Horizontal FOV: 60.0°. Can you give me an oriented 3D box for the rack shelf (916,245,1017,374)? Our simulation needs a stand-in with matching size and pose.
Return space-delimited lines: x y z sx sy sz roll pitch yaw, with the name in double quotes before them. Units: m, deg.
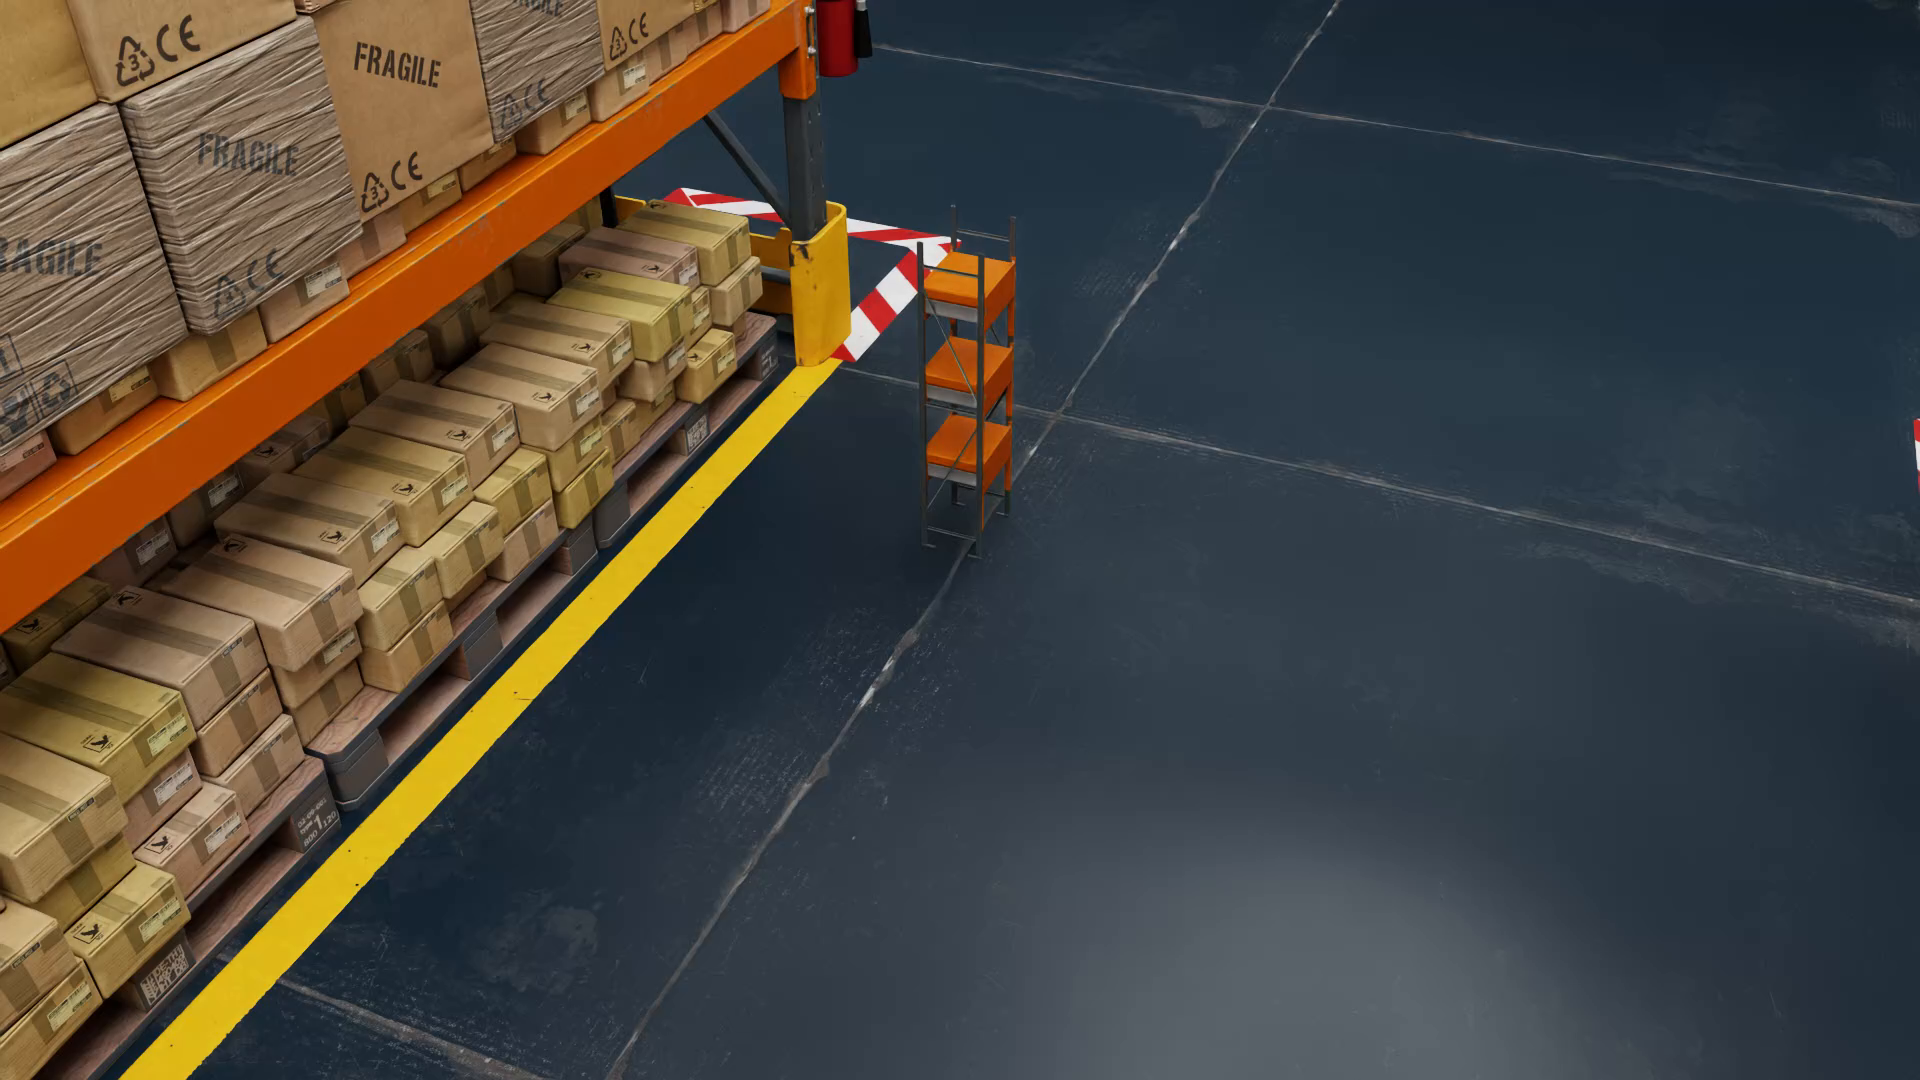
"rack shelf" 0.020 -0.669 4.812 0.215 0.259 0.240 14 39 18

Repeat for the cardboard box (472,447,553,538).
"cardboard box" -1.401 -0.167 4.750 0.380 0.149 0.250 16 40 20

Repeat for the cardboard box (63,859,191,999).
"cardboard box" -1.953 0.818 3.681 0.380 0.149 0.250 15 39 19

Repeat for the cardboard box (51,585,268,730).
"cardboard box" -1.879 0.272 3.914 0.380 0.149 0.250 13 39 17

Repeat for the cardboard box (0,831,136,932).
"cardboard box" -2.043 0.686 3.608 0.380 0.149 0.250 14 39 18

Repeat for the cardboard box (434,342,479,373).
"cardboard box" -1.771 -0.597 5.325 0.380 0.149 0.250 15 39 19

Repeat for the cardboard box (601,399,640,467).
"cardboard box" -1.242 -0.350 5.244 0.380 0.149 0.250 14 39 18

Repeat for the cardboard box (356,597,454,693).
"cardboard box" -1.599 0.238 4.457 0.380 0.149 0.250 13 39 17

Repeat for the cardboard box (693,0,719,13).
"cardboard box" -0.901 -1.946 5.017 0.500 0.500 0.500 15 39 19

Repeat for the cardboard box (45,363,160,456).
"cardboard box" -1.889 -0.330 3.396 0.380 0.149 0.250 12 38 16

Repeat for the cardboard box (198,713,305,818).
"cardboard box" -1.857 0.517 4.084 0.380 0.149 0.250 13 39 17

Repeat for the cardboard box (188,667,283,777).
"cardboard box" -1.878 0.394 3.999 0.380 0.149 0.250 12 38 15

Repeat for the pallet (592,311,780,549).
"pallet" -1.339 -0.494 5.734 1.003 0.211 1.213 14 39 18

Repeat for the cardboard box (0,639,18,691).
"cardboard box" -2.447 0.309 3.864 0.380 0.149 0.250 13 39 17

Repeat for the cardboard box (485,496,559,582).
"cardboard box" -1.404 -0.048 4.839 0.380 0.149 0.250 15 39 19

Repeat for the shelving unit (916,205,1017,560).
"shelving unit" 0.020 -0.450 4.975 0.215 1.050 0.252 14 39 18

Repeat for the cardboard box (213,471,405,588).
"cardboard box" -1.680 -0.020 4.305 0.380 0.149 0.250 12 38 16

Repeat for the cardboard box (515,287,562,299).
"cardboard box" -1.562 -0.870 5.690 0.380 0.149 0.250 14 39 18

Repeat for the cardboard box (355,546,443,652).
"cardboard box" -1.597 0.122 4.363 0.380 0.149 0.250 14 39 17

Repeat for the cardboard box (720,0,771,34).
"cardboard box" -0.831 -1.749 5.294 0.380 0.149 0.250 14 39 18

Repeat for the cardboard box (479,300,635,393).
"cardboard box" -1.222 -0.581 5.056 0.380 0.149 0.250 12 39 16

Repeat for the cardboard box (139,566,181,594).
"cardboard box" -2.222 0.161 4.312 0.380 0.149 0.250 15 39 19

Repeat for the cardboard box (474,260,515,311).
"cardboard box" -1.690 -0.856 5.424 0.380 0.149 0.250 14 39 18

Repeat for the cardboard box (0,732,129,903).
"cardboard box" -2.008 0.573 3.512 0.380 0.149 0.250 16 40 20

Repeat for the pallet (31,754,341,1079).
"pallet" -2.268 0.857 3.927 1.003 0.211 1.213 14 39 18

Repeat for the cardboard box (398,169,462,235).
"cardboard box" -1.488 -0.905 4.166 0.380 0.149 0.250 15 39 19

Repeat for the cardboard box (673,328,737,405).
"cardboard box" -0.980 -0.617 5.600 0.380 0.149 0.250 15 39 19

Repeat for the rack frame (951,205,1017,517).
"rack frame" 0.067 -0.518 5.066 0.200 1.050 0.008 14 39 18

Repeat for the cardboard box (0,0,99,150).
"cardboard box" -1.910 -0.924 2.814 0.500 0.500 0.500 13 39 16

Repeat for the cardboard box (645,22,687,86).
"cardboard box" -1.042 -1.478 4.931 0.380 0.149 0.250 13 39 17

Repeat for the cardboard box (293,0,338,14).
"cardboard box" -1.493 -1.480 3.558 0.500 0.500 0.500 13 39 16

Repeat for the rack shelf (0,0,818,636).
"rack shelf" -1.729 -0.699 4.281 1.077 0.370 4.000 14 39 18

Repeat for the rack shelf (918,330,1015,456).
"rack shelf" 0.020 -0.442 4.982 0.215 0.259 0.240 14 39 18

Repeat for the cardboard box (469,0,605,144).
"cardboard box" -1.286 -1.380 4.258 0.500 0.500 0.500 14 39 18

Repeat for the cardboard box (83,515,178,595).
"cardboard box" -2.259 0.012 4.262 0.380 0.149 0.250 12 38 16

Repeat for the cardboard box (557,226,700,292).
"cardboard box" -1.084 -0.882 5.459 0.380 0.149 0.250 15 39 19

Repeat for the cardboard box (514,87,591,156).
"cardboard box" -1.245 -1.192 4.549 0.380 0.149 0.250 12 38 16

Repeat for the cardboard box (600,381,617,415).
"cardboard box" -1.299 -0.469 5.155 0.380 0.149 0.250 13 39 17

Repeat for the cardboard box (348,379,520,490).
"cardboard box" -1.476 -0.299 4.678 0.380 0.149 0.250 13 39 16

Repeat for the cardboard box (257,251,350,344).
"cardboard box" -1.624 -0.602 3.760 0.380 0.149 0.250 16 39 20

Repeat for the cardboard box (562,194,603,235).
"cardboard box" -1.482 -1.147 5.812 0.380 0.149 0.250 12 38 16

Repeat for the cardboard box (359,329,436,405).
"cardboard box" -1.822 -0.549 5.012 0.380 0.149 0.250 15 39 20

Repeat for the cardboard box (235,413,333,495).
"cardboard box" -1.972 -0.252 4.616 0.380 0.149 0.250 14 39 18

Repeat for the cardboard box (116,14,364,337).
"cardboard box" -1.662 -0.802 3.486 0.500 0.500 0.500 13 39 17

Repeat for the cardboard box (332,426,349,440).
"cardboard box" -1.849 -0.269 4.886 0.380 0.149 0.250 16 40 20

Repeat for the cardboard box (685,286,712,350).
"cardboard box" -1.055 -0.750 5.530 0.380 0.149 0.250 13 39 17
